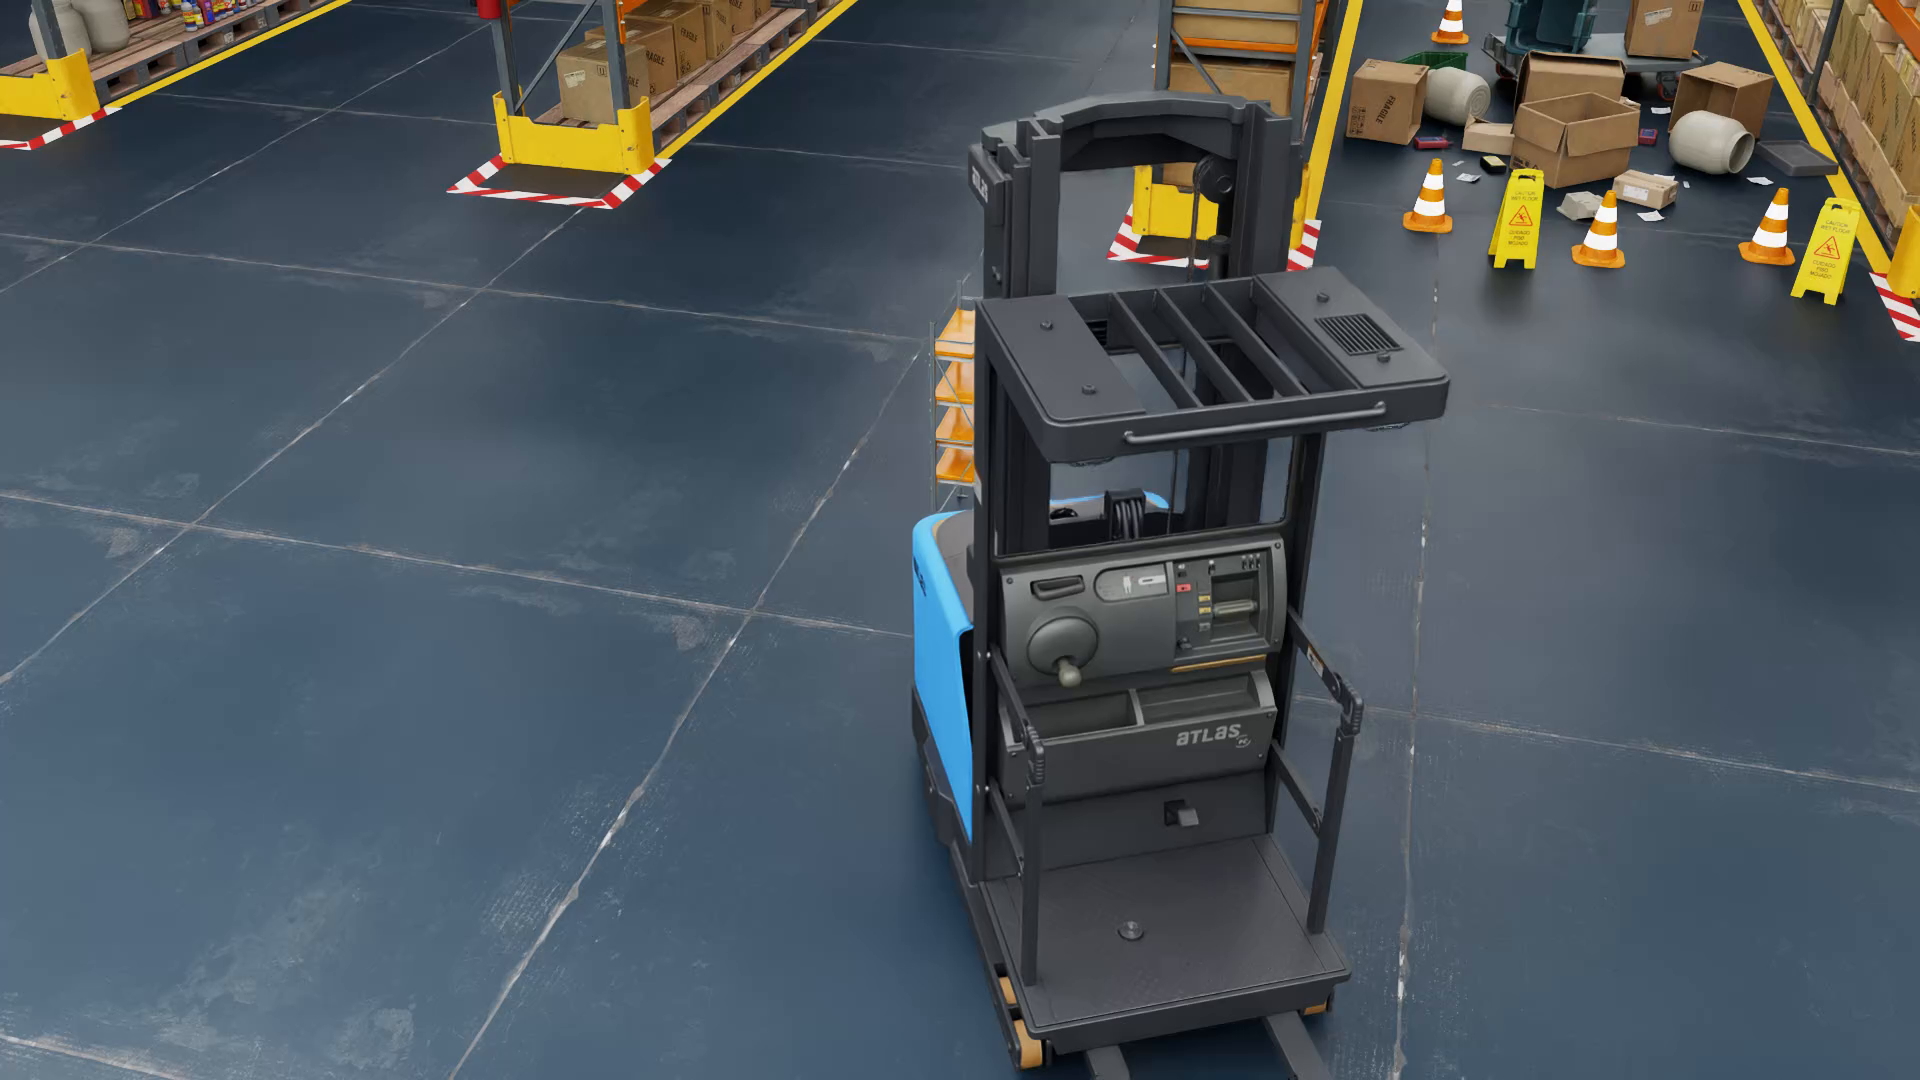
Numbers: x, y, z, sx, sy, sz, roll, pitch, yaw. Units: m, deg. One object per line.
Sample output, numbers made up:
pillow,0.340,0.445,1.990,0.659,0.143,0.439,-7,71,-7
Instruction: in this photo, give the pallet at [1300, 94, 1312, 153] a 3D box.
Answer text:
pallet,2.243,-3.307,13.256,1.003,0.211,1.213,8,33,12

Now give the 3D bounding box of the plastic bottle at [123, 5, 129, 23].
plastic bottle,-7.717,-4.847,15.277,0.097,0.201,0.097,0,32,0

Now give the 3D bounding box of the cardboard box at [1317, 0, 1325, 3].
cardboard box,2.236,-4.251,12.002,0.875,0.550,0.550,8,33,12

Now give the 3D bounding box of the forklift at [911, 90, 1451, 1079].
forklift,0.639,0.284,5.072,1.130,2.935,3.031,-7,33,-11

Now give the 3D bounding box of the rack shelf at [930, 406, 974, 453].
rack shelf,0.042,-0.535,8.099,0.258,0.148,0.480,8,33,12

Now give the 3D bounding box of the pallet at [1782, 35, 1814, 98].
pallet,7.829,-4.109,14.517,1.003,0.211,1.213,8,33,12

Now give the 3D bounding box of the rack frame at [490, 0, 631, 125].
rack frame,-2.968,-4.155,11.990,1.000,3.000,0.127,8,33,12

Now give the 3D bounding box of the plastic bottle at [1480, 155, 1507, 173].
plastic bottle,4.070,-2.886,12.732,0.133,0.061,0.283,-3,33,-4

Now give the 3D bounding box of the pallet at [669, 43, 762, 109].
pallet,-2.397,-4.066,14.449,1.003,0.211,1.213,8,33,12

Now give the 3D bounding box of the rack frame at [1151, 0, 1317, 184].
rack frame,1.804,-3.428,10.846,1.000,3.000,0.127,8,33,12

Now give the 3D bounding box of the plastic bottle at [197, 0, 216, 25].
plastic bottle,-6.922,-4.882,15.256,0.061,0.283,0.133,9,33,13

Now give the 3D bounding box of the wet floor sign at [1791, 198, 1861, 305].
wet floor sign,5.534,-1.860,10.574,0.267,0.644,0.232,20,38,29

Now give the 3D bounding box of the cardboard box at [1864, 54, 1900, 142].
cardboard box,6.832,-3.123,11.839,0.500,0.500,0.500,7,33,11

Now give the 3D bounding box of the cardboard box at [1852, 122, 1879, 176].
cardboard box,6.829,-2.819,12.060,0.500,0.250,0.500,7,33,11

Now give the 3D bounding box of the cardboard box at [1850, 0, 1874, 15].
cardboard box,7.132,-4.163,12.870,0.380,0.149,0.250,8,33,13

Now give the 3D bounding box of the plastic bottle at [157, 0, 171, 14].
plastic bottle,-7.466,-5.039,15.578,0.097,0.201,0.097,0,32,0

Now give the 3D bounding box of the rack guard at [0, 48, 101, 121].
rack guard,-7.785,-3.821,13.794,1.175,0.500,0.348,8,33,12

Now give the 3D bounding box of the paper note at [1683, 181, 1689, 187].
paper note,5.424,-2.655,12.417,0.032,0.001,0.123,8,33,12

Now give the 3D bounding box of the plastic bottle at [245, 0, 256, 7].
plastic bottle,-6.804,-5.217,15.789,0.152,0.276,0.135,9,33,13

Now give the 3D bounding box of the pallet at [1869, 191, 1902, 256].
pallet,6.877,-2.085,11.334,1.003,0.211,1.213,8,33,12

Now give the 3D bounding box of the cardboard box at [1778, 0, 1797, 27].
cardboard box,8.117,-4.957,15.310,0.950,0.372,0.625,9,34,14

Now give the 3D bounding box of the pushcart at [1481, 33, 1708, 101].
pushcart,5.414,-4.060,14.284,1.648,0.377,0.936,-3,33,-4

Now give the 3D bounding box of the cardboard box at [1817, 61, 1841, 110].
cardboard box,7.222,-3.629,13.334,0.500,0.250,0.500,7,33,10

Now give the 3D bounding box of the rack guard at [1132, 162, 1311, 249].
rack guard,1.798,-2.360,11.497,1.175,0.500,0.348,8,33,12

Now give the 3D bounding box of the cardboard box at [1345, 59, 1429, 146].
cardboard box,3.418,-3.504,13.294,0.500,0.500,0.500,14,35,21

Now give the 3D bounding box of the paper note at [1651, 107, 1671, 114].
paper note,5.848,-3.586,13.862,0.148,0.019,0.142,8,33,12

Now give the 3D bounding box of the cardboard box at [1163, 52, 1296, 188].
cardboard box,1.912,-3.069,11.871,0.875,0.875,0.875,8,33,13

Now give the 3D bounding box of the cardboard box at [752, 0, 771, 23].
cardboard box,-2.093,-5.151,15.495,0.500,0.500,0.500,7,33,11

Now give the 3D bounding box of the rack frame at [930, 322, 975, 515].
rack frame,-0.020,-0.466,7.864,0.240,1.200,0.015,8,33,12

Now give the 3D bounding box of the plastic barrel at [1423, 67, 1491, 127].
plastic barrel,4.015,-3.618,13.547,0.421,0.421,0.512,-21,38,-29

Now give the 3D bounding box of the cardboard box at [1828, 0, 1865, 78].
cardboard box,7.222,-3.946,13.133,0.500,0.500,0.500,10,34,15

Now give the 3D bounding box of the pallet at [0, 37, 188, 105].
pallet,-7.574,-4.120,14.533,1.003,0.211,1.213,8,33,12

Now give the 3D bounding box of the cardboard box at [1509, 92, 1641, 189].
cardboard box,4.614,-3.009,12.514,0.797,0.503,0.637,-14,35,-21

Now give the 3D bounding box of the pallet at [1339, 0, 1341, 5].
pallet,3.249,-5.372,16.504,1.003,0.211,1.213,8,33,12

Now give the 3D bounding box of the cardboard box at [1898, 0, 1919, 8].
cardboard box,6.872,-3.859,11.758,0.380,0.149,0.250,8,33,12

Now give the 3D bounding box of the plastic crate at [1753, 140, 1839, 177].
plastic crate,6.441,-2.947,12.810,0.402,0.080,0.583,-3,33,-4

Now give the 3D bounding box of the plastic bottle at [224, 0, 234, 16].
plastic bottle,-6.860,-5.014,15.539,0.097,0.201,0.097,0,32,0

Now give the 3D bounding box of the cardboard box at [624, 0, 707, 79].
cardboard box,-2.498,-4.237,14.057,0.500,0.500,0.500,11,34,17

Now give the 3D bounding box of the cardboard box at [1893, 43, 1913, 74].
cardboard box,6.732,-3.331,11.561,0.380,0.149,0.250,9,34,14

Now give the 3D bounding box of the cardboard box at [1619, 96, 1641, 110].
cardboard box,5.350,-3.597,13.661,0.258,0.266,0.396,-14,35,-21

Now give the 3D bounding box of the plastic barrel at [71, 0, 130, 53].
plastic barrel,-7.539,-4.569,14.569,0.421,0.512,0.421,0,32,0

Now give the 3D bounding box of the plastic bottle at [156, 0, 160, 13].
plastic bottle,-7.591,-5.078,15.570,0.152,0.276,0.135,7,33,11

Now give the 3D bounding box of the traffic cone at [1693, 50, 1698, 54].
traffic cone,6.593,-4.645,15.126,0.336,0.463,0.334,8,33,12

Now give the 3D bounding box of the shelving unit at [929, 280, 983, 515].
shelving unit,0.042,-0.592,8.063,0.258,1.200,0.503,8,33,12
